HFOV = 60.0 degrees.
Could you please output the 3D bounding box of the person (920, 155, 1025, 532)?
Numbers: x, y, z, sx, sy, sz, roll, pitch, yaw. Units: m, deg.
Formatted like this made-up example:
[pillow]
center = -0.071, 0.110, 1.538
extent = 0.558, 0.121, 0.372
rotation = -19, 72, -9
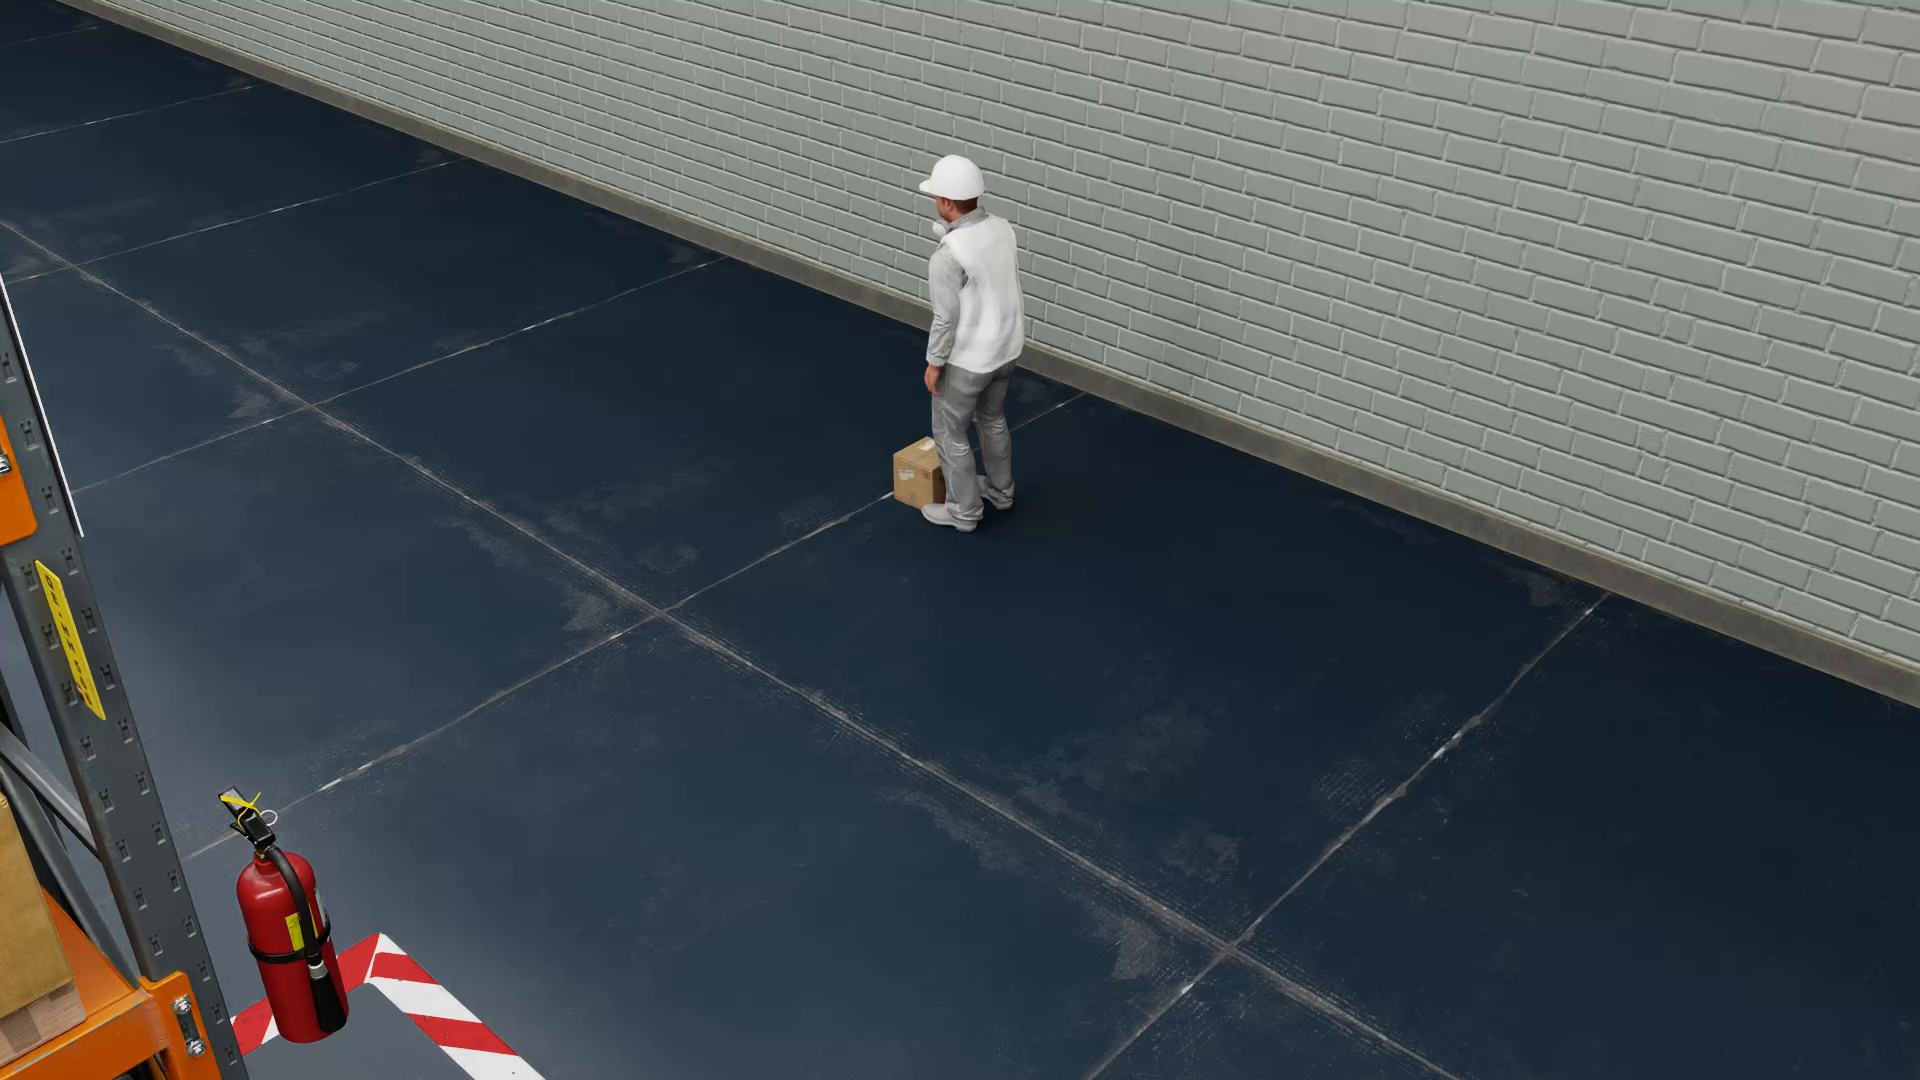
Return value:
[person]
center = 0.048, -0.876, 7.560
extent = 0.465, 1.770, 0.590
rotation = 22, 38, 32
